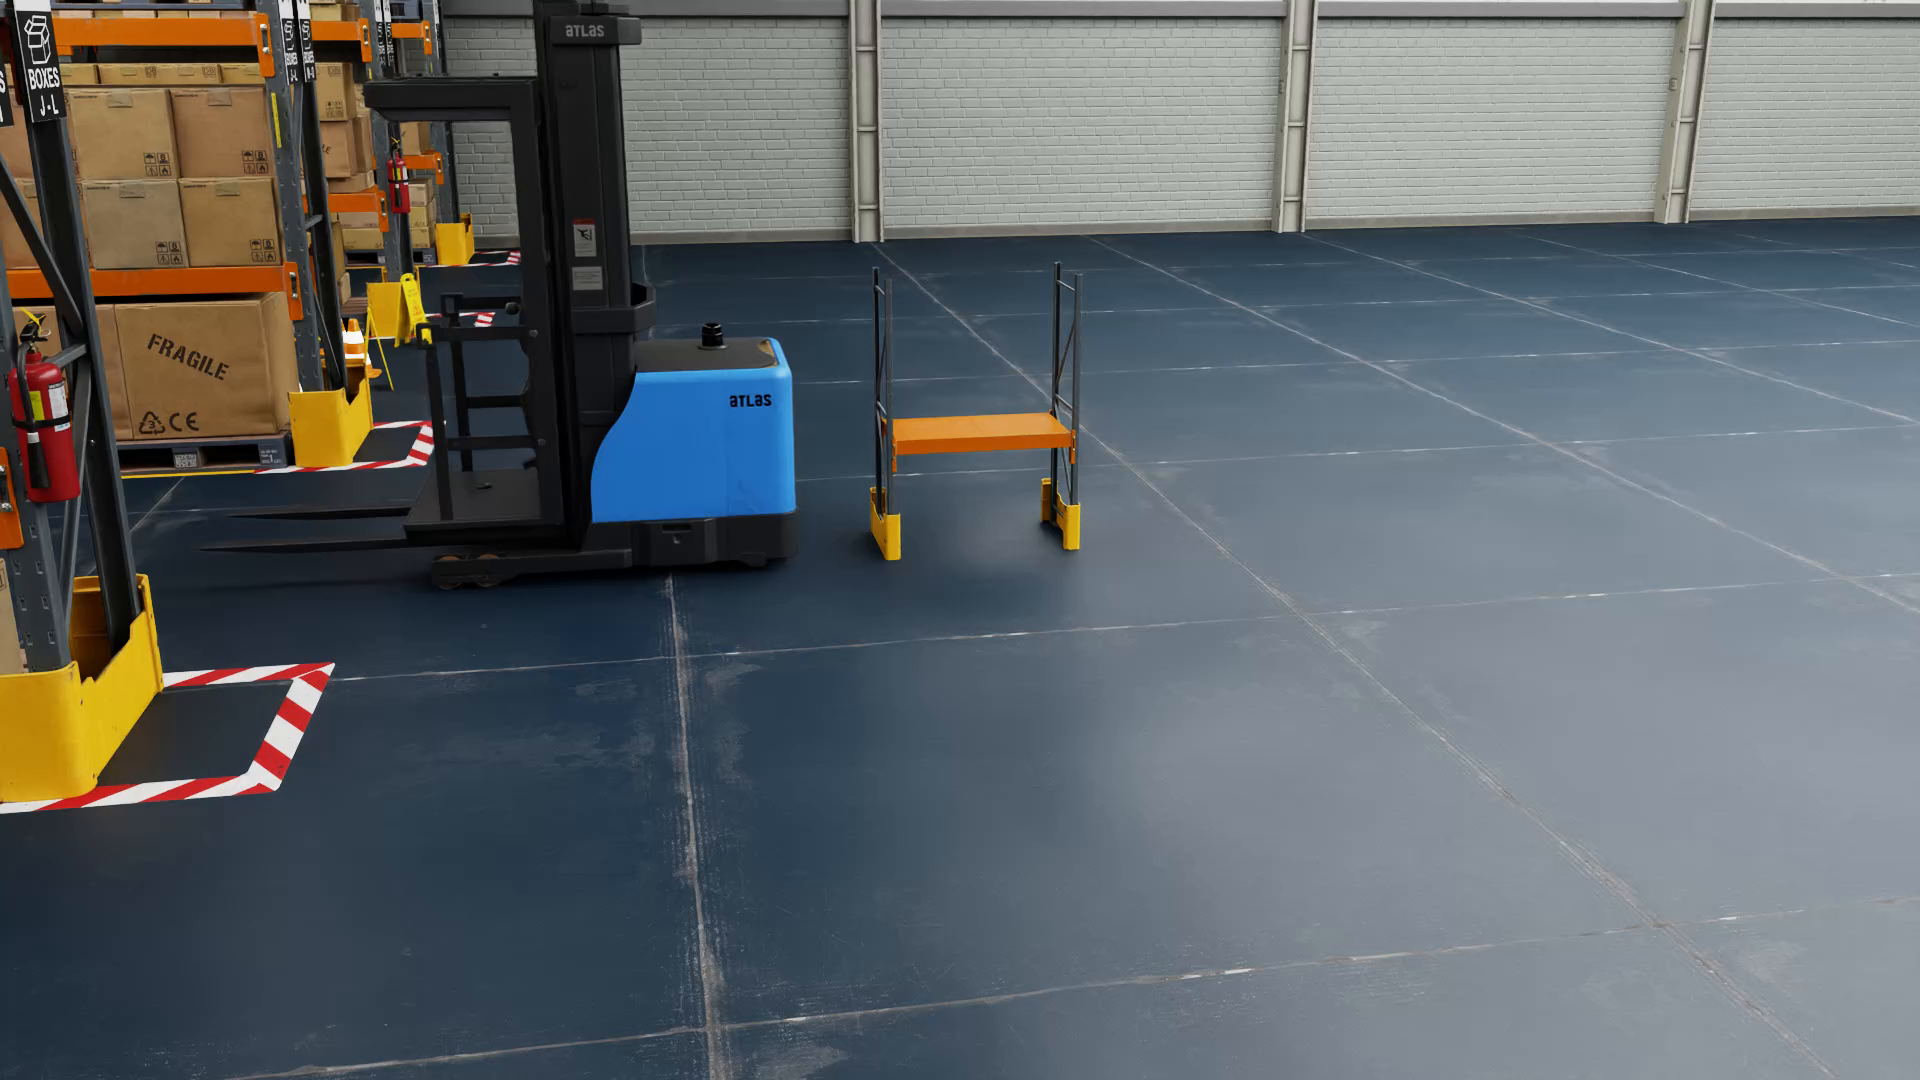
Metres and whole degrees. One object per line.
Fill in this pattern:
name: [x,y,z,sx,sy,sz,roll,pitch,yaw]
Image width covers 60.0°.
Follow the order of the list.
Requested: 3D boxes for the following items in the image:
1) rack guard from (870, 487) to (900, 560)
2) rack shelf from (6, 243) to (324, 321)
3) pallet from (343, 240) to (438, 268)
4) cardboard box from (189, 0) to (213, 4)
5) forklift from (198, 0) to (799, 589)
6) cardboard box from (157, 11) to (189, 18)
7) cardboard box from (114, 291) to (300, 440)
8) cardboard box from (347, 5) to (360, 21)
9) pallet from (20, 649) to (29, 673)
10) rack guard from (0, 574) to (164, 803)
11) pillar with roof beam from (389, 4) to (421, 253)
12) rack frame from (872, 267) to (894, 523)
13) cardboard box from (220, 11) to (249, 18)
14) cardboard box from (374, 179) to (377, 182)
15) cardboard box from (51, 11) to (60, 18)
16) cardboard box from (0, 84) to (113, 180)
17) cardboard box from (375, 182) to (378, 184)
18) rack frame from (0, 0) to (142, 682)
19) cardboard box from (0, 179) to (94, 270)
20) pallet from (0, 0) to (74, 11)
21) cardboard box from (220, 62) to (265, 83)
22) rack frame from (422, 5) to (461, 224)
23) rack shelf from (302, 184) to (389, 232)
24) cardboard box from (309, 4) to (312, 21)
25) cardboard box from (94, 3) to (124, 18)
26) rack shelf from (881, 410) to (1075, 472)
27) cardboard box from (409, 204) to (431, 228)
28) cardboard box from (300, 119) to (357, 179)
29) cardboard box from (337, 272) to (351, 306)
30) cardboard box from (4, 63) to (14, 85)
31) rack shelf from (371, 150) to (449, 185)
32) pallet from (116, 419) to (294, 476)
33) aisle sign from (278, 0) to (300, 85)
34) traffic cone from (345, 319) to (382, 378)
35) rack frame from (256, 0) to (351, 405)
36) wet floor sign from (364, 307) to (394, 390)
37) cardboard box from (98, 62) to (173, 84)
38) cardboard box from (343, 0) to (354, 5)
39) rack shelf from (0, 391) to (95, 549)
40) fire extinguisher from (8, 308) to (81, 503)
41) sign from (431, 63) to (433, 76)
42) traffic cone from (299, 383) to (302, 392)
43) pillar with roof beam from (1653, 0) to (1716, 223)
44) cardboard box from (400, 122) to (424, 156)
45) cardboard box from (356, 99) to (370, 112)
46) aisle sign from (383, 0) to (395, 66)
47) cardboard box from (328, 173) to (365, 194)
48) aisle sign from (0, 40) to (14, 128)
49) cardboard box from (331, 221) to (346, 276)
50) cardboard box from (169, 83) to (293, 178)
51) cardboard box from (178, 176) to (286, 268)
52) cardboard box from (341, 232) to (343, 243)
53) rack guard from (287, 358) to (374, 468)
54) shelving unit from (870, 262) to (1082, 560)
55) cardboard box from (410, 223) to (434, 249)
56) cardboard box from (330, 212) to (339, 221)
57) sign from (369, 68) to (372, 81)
rack guard: [-0.414,-0.096,9.199,0.087,0.250,0.587,-3,17,-10]
rack shelf: [-6.263,-1.620,10.702,4.000,0.370,1.077,-3,17,-10]
pallet: [-7.026,-3.540,20.476,1.213,0.211,1.003,-3,17,-10]
cardboard box: [-6.791,-4.837,14.590,0.500,0.250,0.500,-3,17,-9]
forklift: [-2.423,-1.318,8.609,3.031,2.935,1.130,-3,17,-10]
cardboard box: [-6.897,-4.647,14.650,0.250,0.149,0.380,-4,17,-12]
cardboard box: [-4.952,-1.203,11.025,0.875,0.875,0.875,-3,17,-10]
cardboard box: [-5.725,-4.885,15.428,0.250,0.149,0.380,-3,17,-10]
pallet: [-4.336,0.733,6.567,1.213,0.211,1.003,-3,17,-10]
rack guard: [-3.532,0.559,6.639,0.348,0.500,1.175,-3,17,-10]
pillar with roof beam: [-6.321,-6.775,16.043,0.400,9.000,9.100,-3,17,-10]
rack frame: [-0.415,-0.693,9.015,0.032,1.500,0.500,-3,17,-10]
cardboard box: [-6.401,-4.687,14.781,0.250,0.149,0.380,-3,17,-10]
cardboard box: [-7.280,-4.290,20.437,0.500,0.250,0.500,-3,17,-10]
cardboard box: [-7.904,-4.592,14.474,0.250,0.149,0.380,-4,17,-12]
cardboard box: [-5.769,-2.604,10.587,0.550,0.550,0.875,-3,17,-10]
cardboard box: [-7.176,-4.146,19.966,0.500,0.250,0.500,-3,17,-9]
rack frame: [-3.457,-0.640,6.286,0.127,3.000,1.000,-3,17,-10]
cardboard box: [-5.764,-2.081,10.723,0.550,0.550,0.875,-3,17,-10]
pallet: [-6.226,-3.353,10.163,1.213,0.211,1.003,-3,17,-10]
cardboard box: [-6.296,-4.047,14.999,0.500,0.500,0.700,-3,17,-10]
rack frame: [-6.283,-4.927,20.245,0.127,3.000,1.000,-3,17,-10]
rack shelf: [-7.301,-3.041,15.330,4.000,0.370,1.077,-3,17,-10]
cardboard box: [-5.873,-4.687,14.780,0.250,0.149,0.380,-3,17,-10]
cardboard box: [-7.395,-4.620,14.564,0.250,0.149,0.380,-3,17,-10]
rack shelf: [0.084,-0.550,9.160,1.000,0.185,0.538,-3,17,-10]
cardboard box: [-6.701,-3.935,20.132,0.500,0.250,0.500,-3,17,-11]
cardboard box: [-5.818,-3.577,15.171,0.500,0.500,0.500,-4,17,-11]
cardboard box: [-6.182,-2.418,16.042,0.500,0.250,0.500,-3,17,-11]
cardboard box: [-8.286,-3.926,14.605,0.500,0.500,0.700,-3,17,-10]
rack shelf: [-8.246,-4.472,19.988,4.000,0.370,1.077,-3,17,-10]
pallet: [-5.069,-0.675,11.150,1.213,0.211,1.003,-3,17,-10]
aisle sign: [-4.173,-3.235,10.309,0.004,0.787,0.394,-3,17,-10]
traffic cone: [-4.970,-1.587,13.690,0.334,0.463,0.336,-3,17,-10]
rack frame: [-4.299,-2.075,10.959,0.127,3.000,1.000,-3,17,-10]
wet floor sign: [-4.646,-1.522,13.169,0.232,0.644,0.267,-6,18,-20]
cardboard box: [-7.293,-4.001,14.850,0.500,0.500,0.700,-3,17,-11]
cardboard box: [-5.882,-5.050,15.284,0.500,0.250,0.500,-4,17,-11]
rack shelf: [-5.421,-0.184,6.029,4.000,0.370,1.077,-3,17,-10]
fire extinguisher: [-3.258,-0.476,5.885,0.183,0.674,0.296,-3,17,-10]
sign: [-6.193,-5.437,19.528,0.005,0.325,0.100,-3,17,-10]
traffic cone: [-5.090,-1.242,12.568,0.334,0.463,0.336,-3,17,-10]
pillar with roof beam: [11.353,-7.778,19.307,0.400,9.000,9.100,-3,17,-10]
cardboard box: [-6.716,-4.872,19.895,0.500,0.500,0.500,-4,17,-12]
cardboard box: [-7.082,-5.165,19.745,0.250,0.149,0.380,-3,17,-9]
aisle sign: [-5.335,-4.832,15.507,0.004,0.787,0.394,-3,17,-10]
cardboard box: [-5.664,-3.294,15.355,0.250,0.149,0.380,-3,17,-9]
aisle sign: [-3.340,-1.799,5.634,0.004,0.787,0.394,-3,17,-10]
cardboard box: [-6.205,-2.775,15.927,0.500,0.500,0.500,-4,17,-12]
cardboard box: [-4.671,-2.654,10.748,0.550,0.550,0.875,-3,17,-10]
cardboard box: [-4.655,-2.113,10.827,0.550,0.550,0.875,-3,17,-10]
cardboard box: [-7.667,-3.646,20.042,0.500,0.250,0.500,-3,17,-10]
rack guard: [-4.276,-0.882,11.331,0.348,0.500,1.175,-3,17,-10]
shelving unit: [0.075,-0.721,9.105,1.083,1.500,0.587,-3,17,-10]
cardboard box: [-6.684,-3.696,20.205,0.500,0.250,0.500,-3,17,-10]
cardboard box: [-7.699,-3.876,19.938,0.500,0.250,0.500,-4,17,-12]
sign: [-5.252,-4.040,14.846,0.005,0.325,0.100,-3,17,-10]
